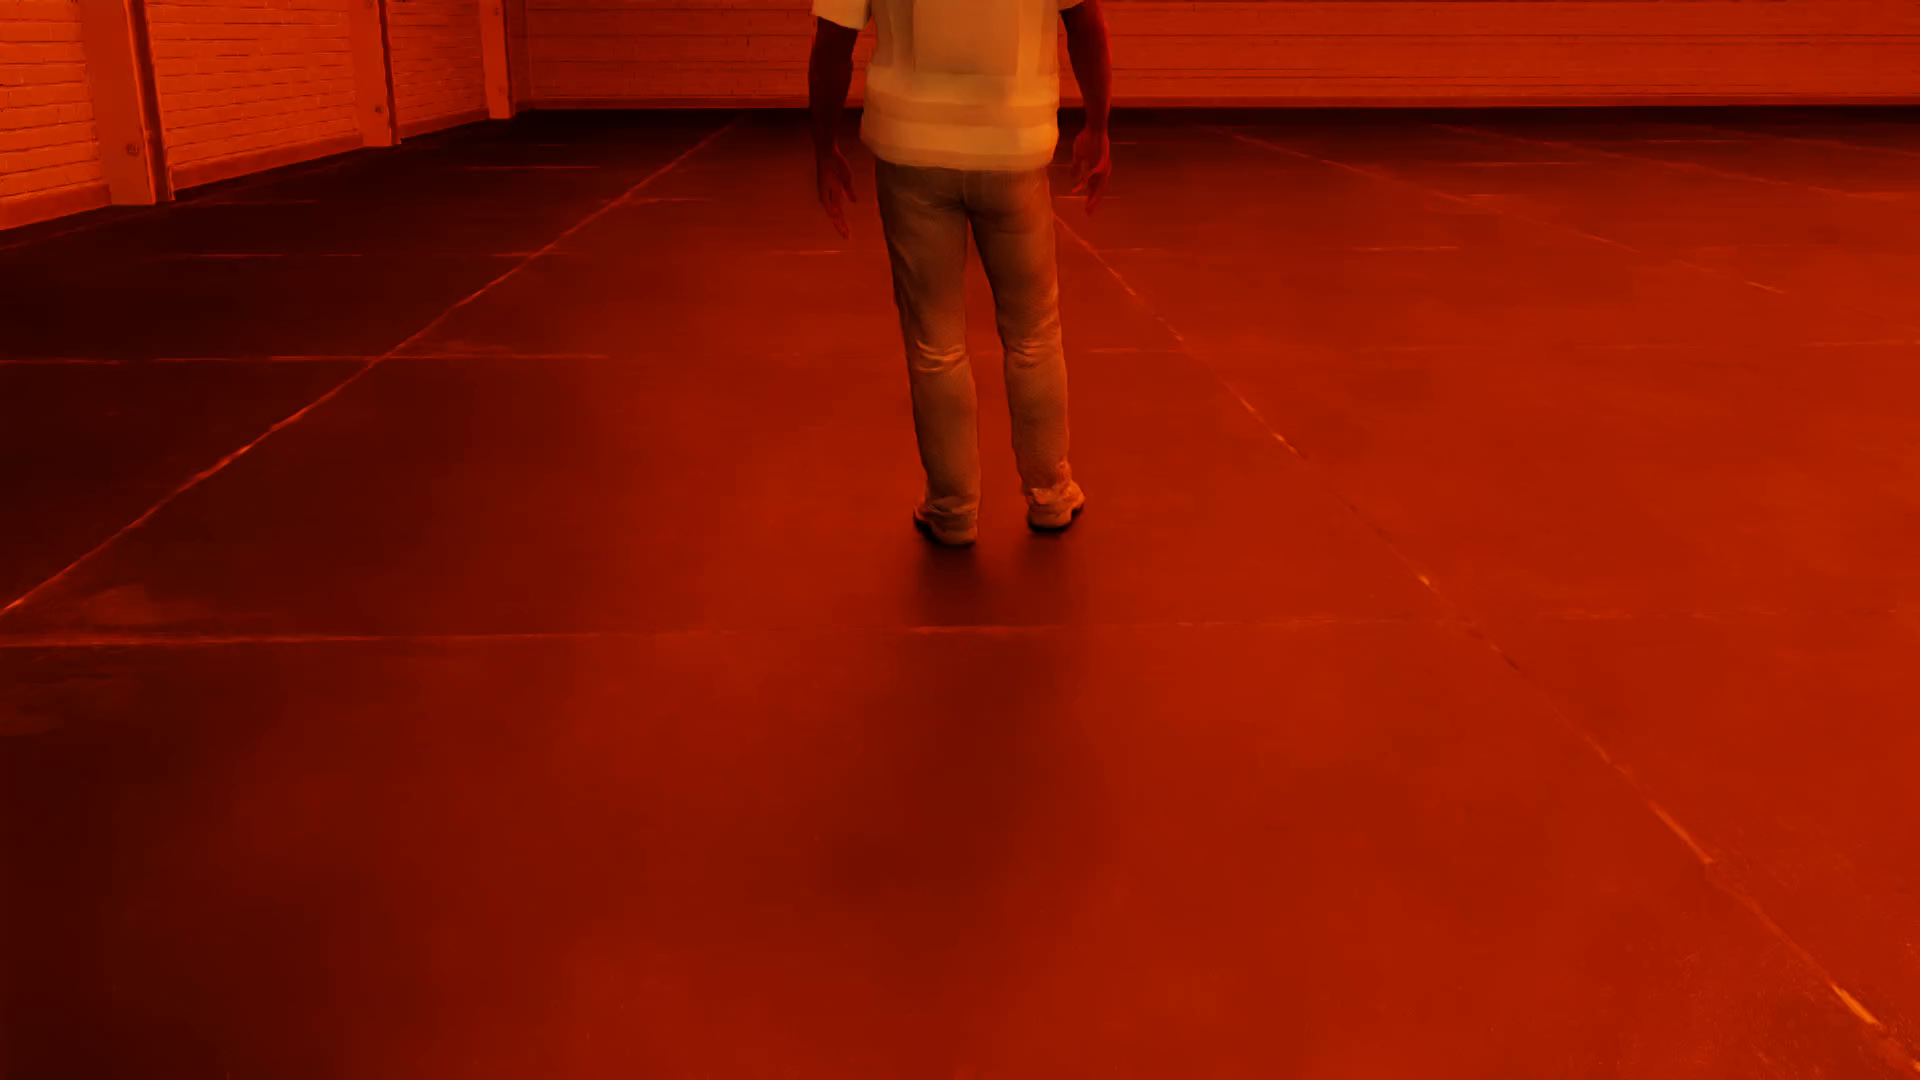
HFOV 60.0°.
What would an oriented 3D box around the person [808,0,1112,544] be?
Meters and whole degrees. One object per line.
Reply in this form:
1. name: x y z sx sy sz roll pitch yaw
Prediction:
1. person: 0.002 -0.872 3.725 0.665 1.766 0.576 -1 17 -3
